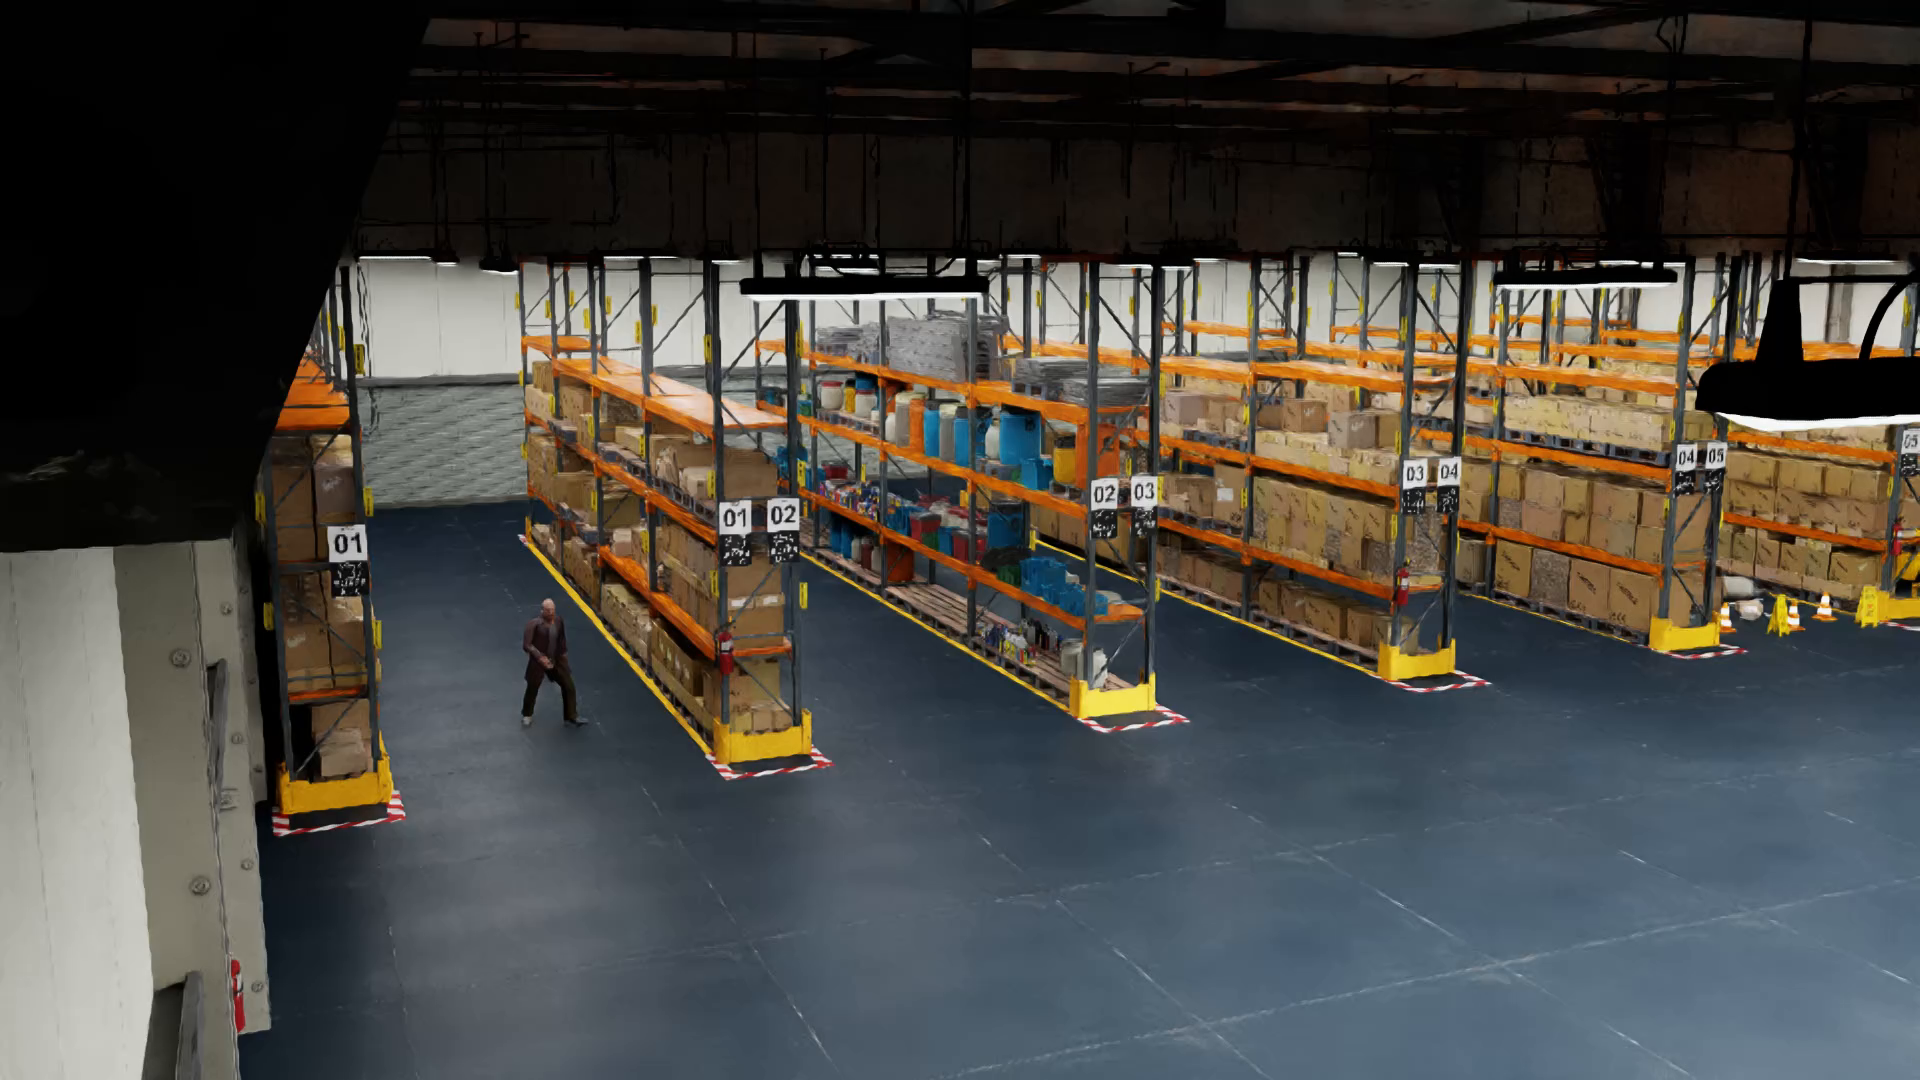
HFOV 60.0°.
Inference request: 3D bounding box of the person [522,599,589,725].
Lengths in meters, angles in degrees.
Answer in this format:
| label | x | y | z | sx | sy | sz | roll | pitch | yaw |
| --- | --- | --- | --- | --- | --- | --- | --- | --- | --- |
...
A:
| label | x | y | z | sx | sy | sz | roll | pitch | yaw |
| --- | --- | --- | --- | --- | --- | --- | --- | --- | --- |
| person | -5.371 | 1.577 | 21.603 | 0.735 | 1.712 | 0.904 | -8 | 13 | -38 |
